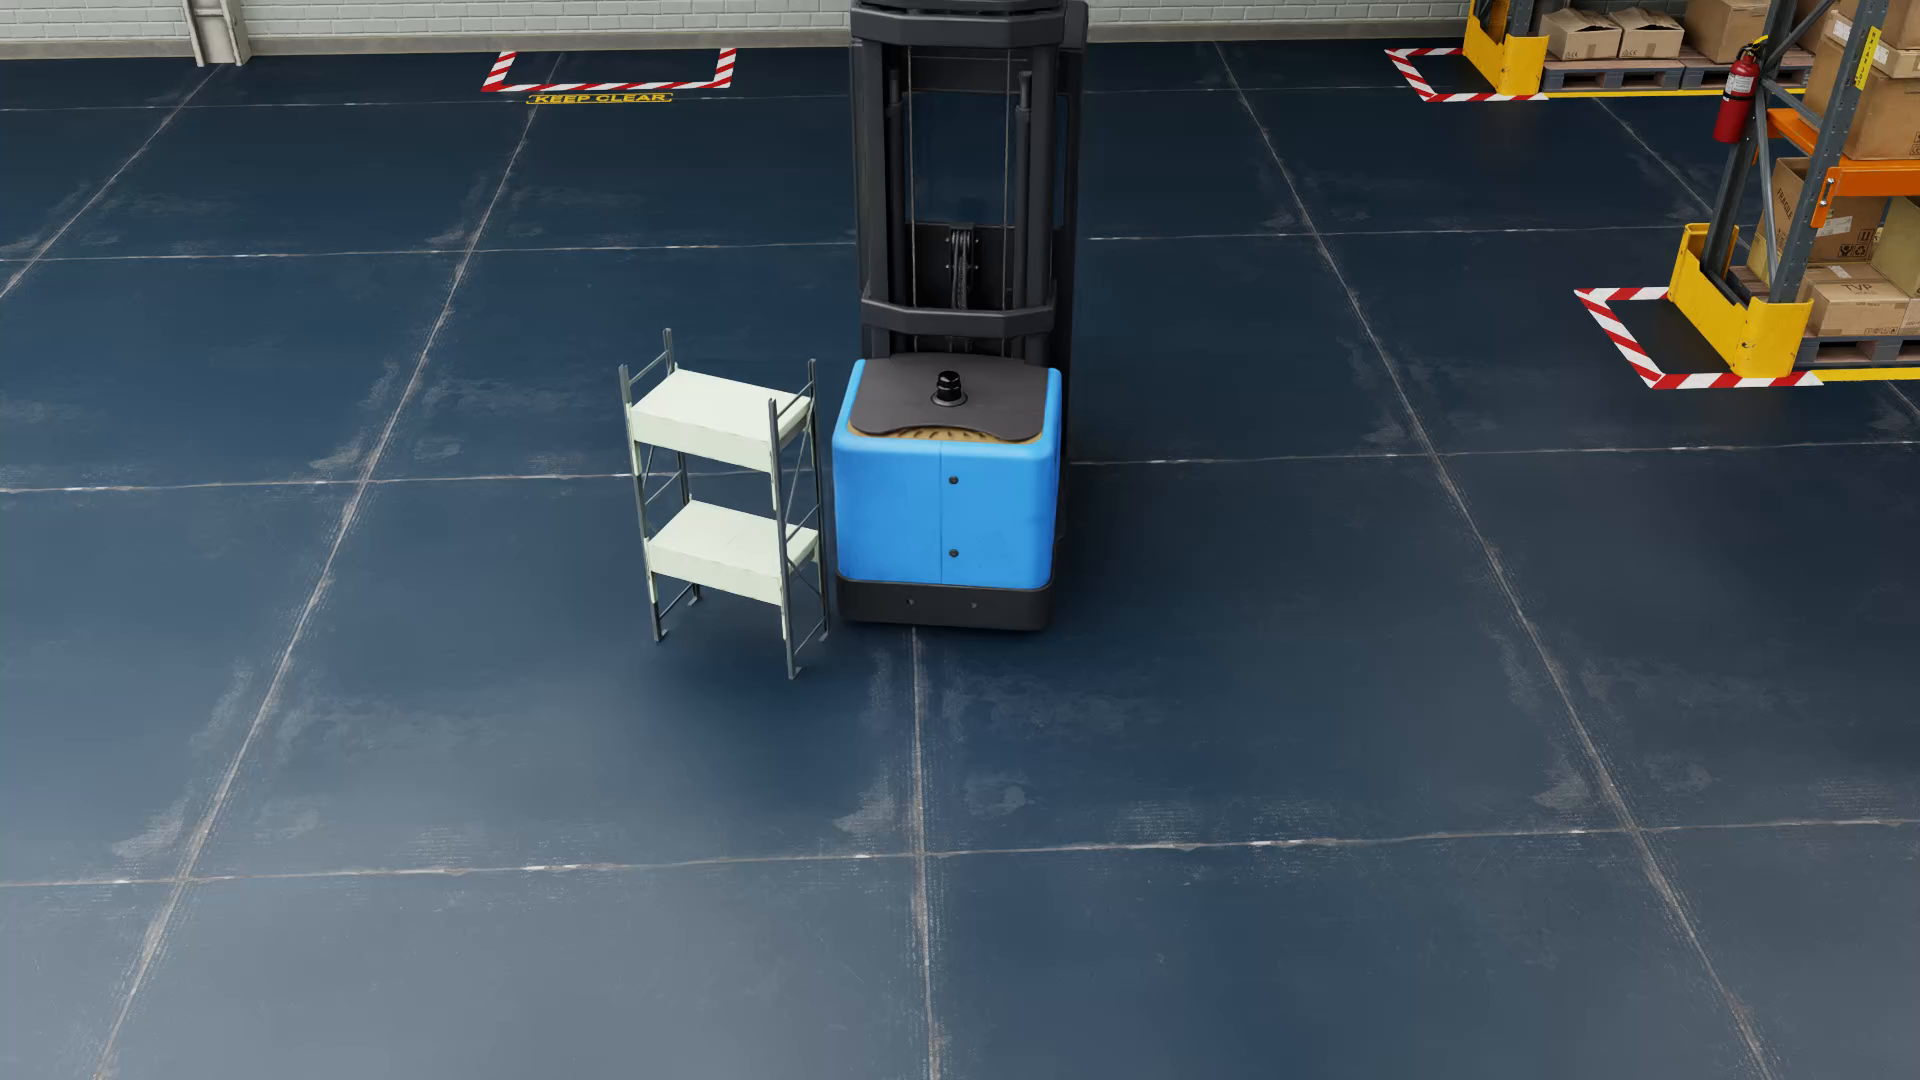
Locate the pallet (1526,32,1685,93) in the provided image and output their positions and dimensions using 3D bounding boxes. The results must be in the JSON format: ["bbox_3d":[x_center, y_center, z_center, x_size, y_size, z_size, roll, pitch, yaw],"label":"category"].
[{"bbox_3d":[5.588,-4.232,14.680,1.213,0.211,1.003,-2,35,-2],"label":"pallet"}]

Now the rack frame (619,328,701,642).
[{"bbox_3d":[-1.389,-0.231,7.766,0.023,1.500,0.400,14,37,19],"label":"rack frame"}]

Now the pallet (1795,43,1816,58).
[{"bbox_3d":[8.025,-4.298,14.775,1.213,0.211,1.003,-2,35,-2],"label":"pallet"}]

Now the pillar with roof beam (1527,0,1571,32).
[{"bbox_3d":[5.561,-5.905,9.375,0.400,9.000,9.100,-2,35,-2],"label":"pillar with roof beam"}]

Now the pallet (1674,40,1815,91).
[{"bbox_3d":[6.804,-4.263,14.725,1.213,0.211,1.003,-2,35,-2],"label":"pallet"}]

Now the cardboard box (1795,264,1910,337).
[{"bbox_3d":[5.483,-1.489,10.313,0.500,0.250,0.500,-2,35,-2],"label":"cardboard box"}]

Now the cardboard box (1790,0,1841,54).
[{"bbox_3d":[7.660,-4.585,14.550,0.500,0.500,0.500,-4,35,-6],"label":"cardboard box"}]

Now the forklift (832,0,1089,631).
[{"bbox_3d":[0.053,-1.589,8.471,1.130,2.935,3.031,3,35,4],"label":"forklift"}]

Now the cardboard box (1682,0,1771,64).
[{"bbox_3d":[6.699,-4.502,14.430,0.500,0.500,0.700,-4,35,-5],"label":"cardboard box"}]

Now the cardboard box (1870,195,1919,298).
[{"bbox_3d":[5.983,-1.812,10.121,0.500,0.500,0.500,-2,35,-2],"label":"cardboard box"}]

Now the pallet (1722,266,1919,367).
[{"bbox_3d":[5.699,-1.457,10.670,1.213,0.211,1.003,-2,35,-2],"label":"pallet"}]

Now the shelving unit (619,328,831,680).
[{"bbox_3d":[-1.052,-0.149,7.648,0.755,1.500,0.431,14,37,19],"label":"shelving unit"}]

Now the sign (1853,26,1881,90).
[{"bbox_3d":[4.957,-2.632,9.087,0.005,0.325,0.100,-2,35,-2],"label":"sign"}]

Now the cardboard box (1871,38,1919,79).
[{"bbox_3d":[5.339,-2.755,9.438,0.250,0.149,0.380,-2,35,-3],"label":"cardboard box"}]

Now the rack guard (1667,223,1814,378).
[{"bbox_3d":[4.913,-1.531,10.523,0.348,0.500,1.175,-2,35,-2],"label":"rack guard"}]

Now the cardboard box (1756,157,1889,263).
[{"bbox_3d":[5.459,-2.093,10.527,0.500,0.500,0.500,-2,35,-2],"label":"cardboard box"}]

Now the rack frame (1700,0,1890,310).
[{"bbox_3d":[4.937,-2.559,9.812,0.127,3.000,1.000,-2,35,-2],"label":"rack frame"}]

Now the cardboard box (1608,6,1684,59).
[{"bbox_3d":[5.964,-4.433,14.496,0.500,0.311,0.500,1,35,2],"label":"cardboard box"}]

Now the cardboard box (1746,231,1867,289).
[{"bbox_3d":[5.459,-1.784,10.739,0.500,0.250,0.500,-2,35,-2],"label":"cardboard box"}]

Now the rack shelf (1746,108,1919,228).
[{"bbox_3d":[6.935,-2.317,10.095,4.000,0.370,1.077,-2,35,-2],"label":"rack shelf"}]

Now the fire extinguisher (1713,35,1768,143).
[{"bbox_3d":[4.797,-2.788,10.211,0.183,0.674,0.296,-2,35,-2],"label":"fire extinguisher"}]

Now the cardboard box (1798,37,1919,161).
[{"bbox_3d":[5.404,-2.606,9.791,0.500,0.500,0.700,-2,35,-2],"label":"cardboard box"}]

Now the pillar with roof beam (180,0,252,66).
[{"bbox_3d":[-6.426,-5.582,8.908,0.400,9.000,9.100,-2,35,-2],"label":"pillar with roof beam"}]

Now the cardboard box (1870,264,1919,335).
[{"bbox_3d":[5.983,-1.505,10.336,0.500,0.250,0.500,-2,35,-2],"label":"cardboard box"}]

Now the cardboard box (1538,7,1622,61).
[{"bbox_3d":[5.394,-4.418,14.474,0.500,0.311,0.500,-5,35,-8],"label":"cardboard box"}]

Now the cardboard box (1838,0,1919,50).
[{"bbox_3d":[5.457,-3.141,9.424,0.500,0.500,0.700,-1,35,-2],"label":"cardboard box"}]

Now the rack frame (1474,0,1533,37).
[{"bbox_3d":[4.699,-5.375,13.881,0.127,3.000,1.000,-2,35,-2],"label":"rack frame"}]

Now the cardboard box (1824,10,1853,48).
[{"bbox_3d":[5.310,-2.986,9.771,0.250,0.149,0.380,-2,35,-3],"label":"cardboard box"}]

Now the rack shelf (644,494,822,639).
[{"bbox_3d":[-1.052,0.119,7.833,0.720,0.370,0.431,14,37,19],"label":"rack shelf"}]

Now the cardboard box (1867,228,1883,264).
[{"bbox_3d":[5.958,-1.804,10.768,0.500,0.250,0.500,-2,35,-2],"label":"cardboard box"}]

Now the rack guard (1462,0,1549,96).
[{"bbox_3d":[4.775,-4.349,14.595,0.348,0.500,1.175,-2,35,-2],"label":"rack guard"}]

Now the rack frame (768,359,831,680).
[{"bbox_3d":[-0.716,-0.067,7.530,0.023,1.500,0.400,14,37,19],"label":"rack frame"}]

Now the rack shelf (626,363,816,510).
[{"bbox_3d":[-1.052,-0.470,7.426,0.720,0.370,0.431,14,37,19],"label":"rack shelf"}]
